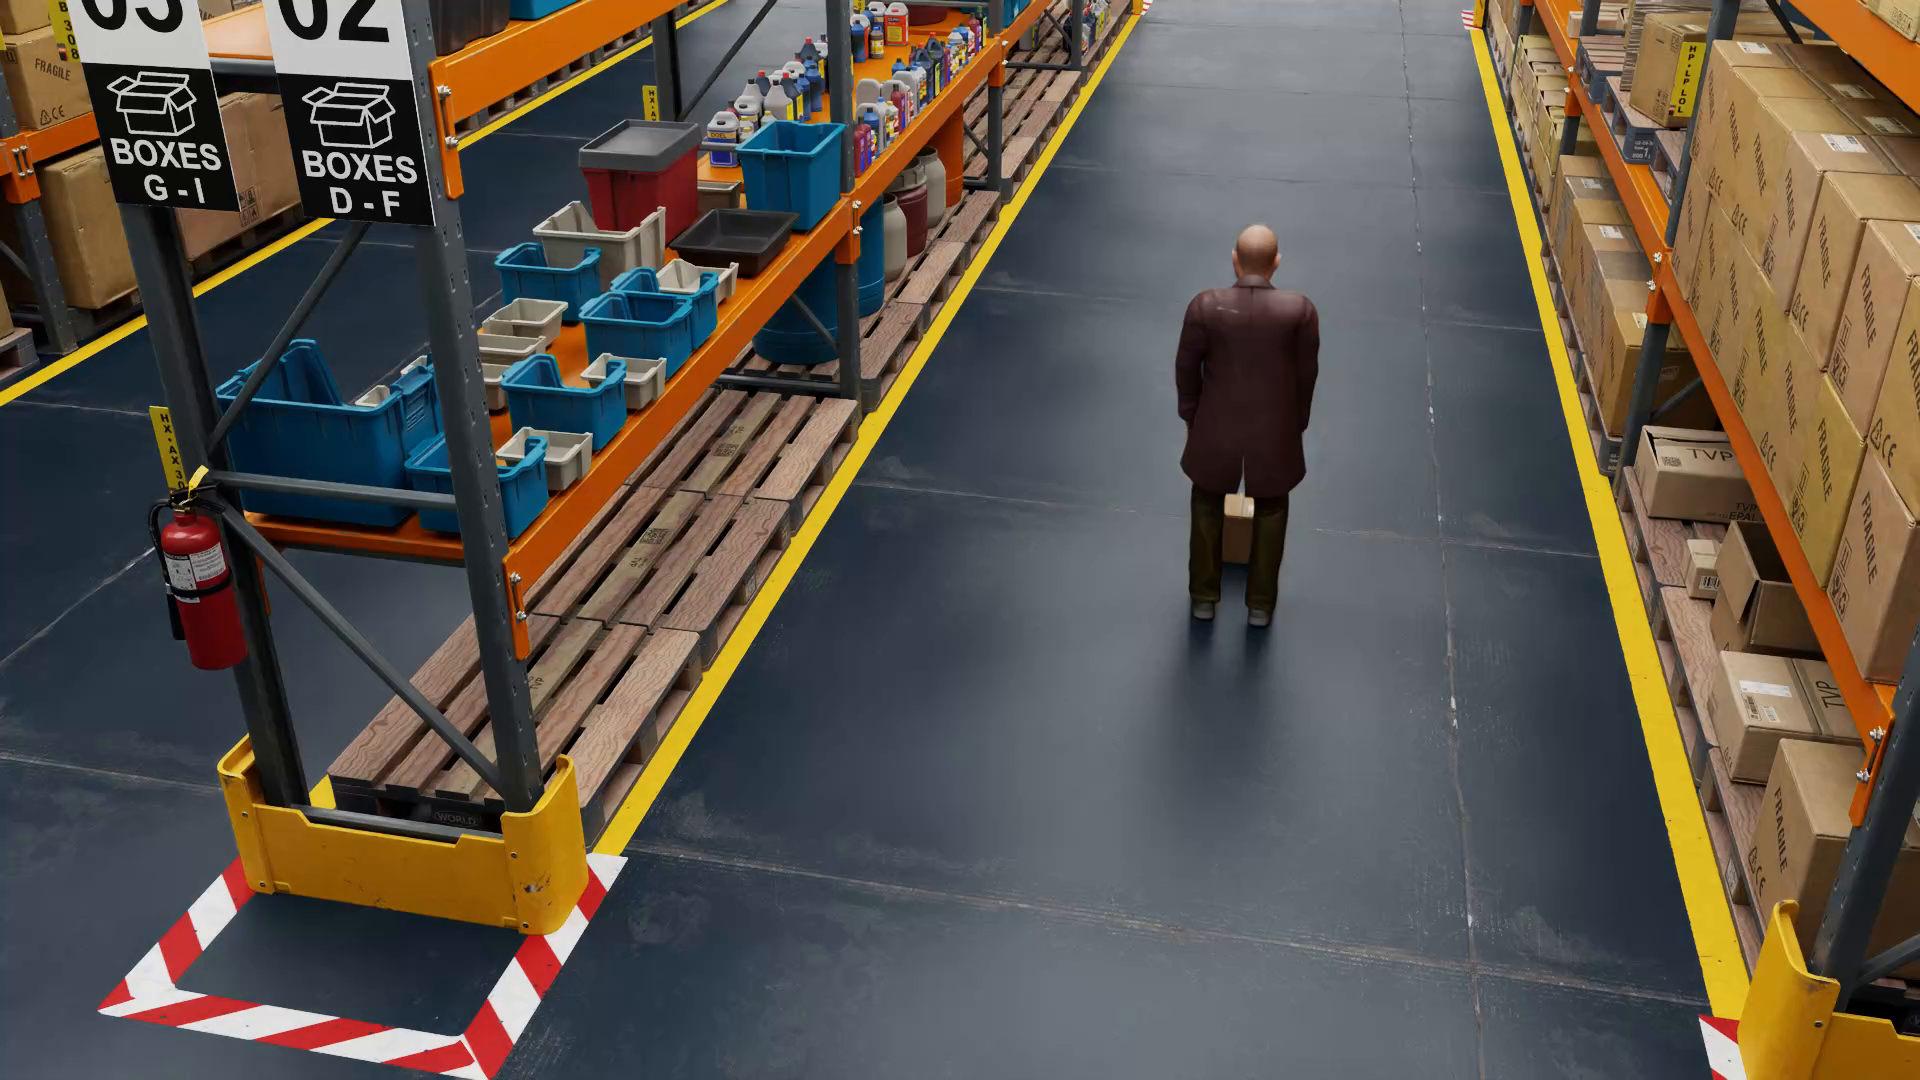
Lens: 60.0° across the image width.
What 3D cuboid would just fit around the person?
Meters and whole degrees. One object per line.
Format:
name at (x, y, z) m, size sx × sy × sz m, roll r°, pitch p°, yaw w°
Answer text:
person at (1.193, -0.469, 7.062) m, size 0.587 × 1.737 × 0.417 m, roll 7°, pitch 29°, yaw 12°
